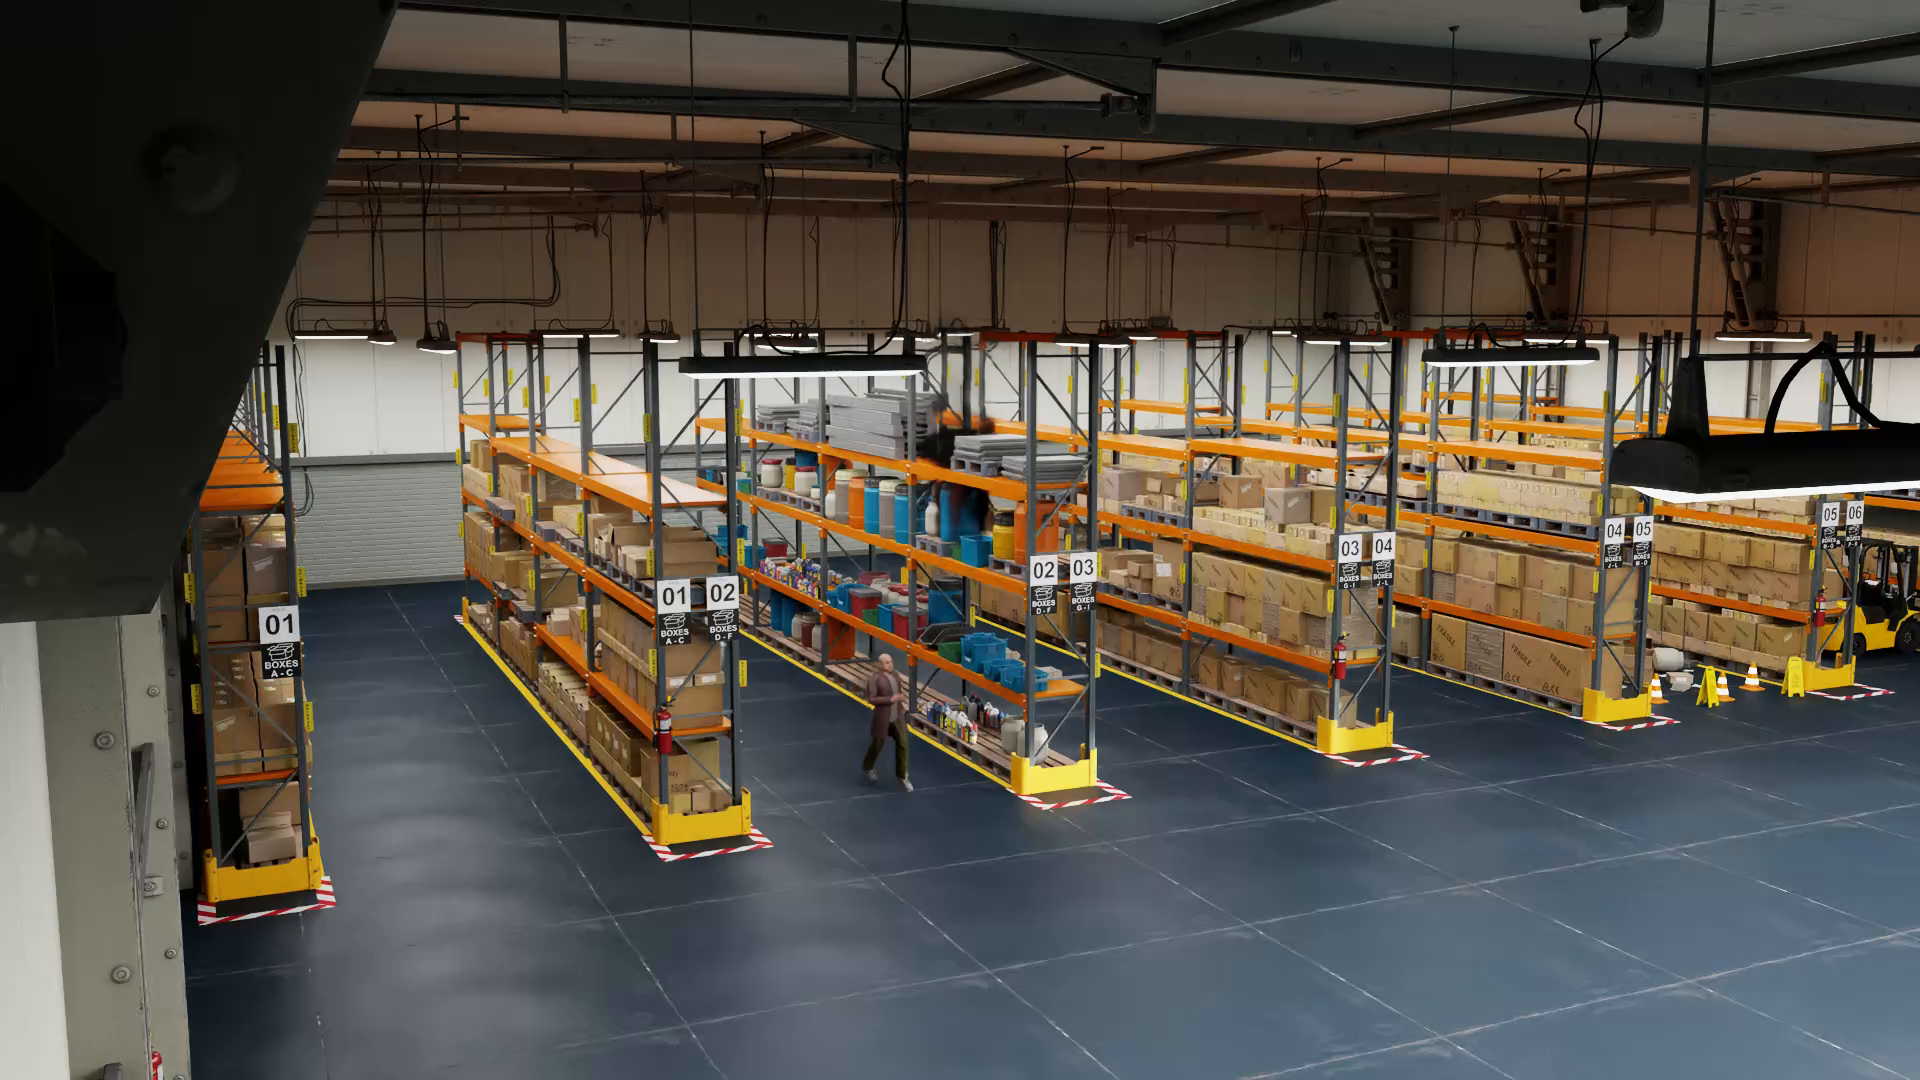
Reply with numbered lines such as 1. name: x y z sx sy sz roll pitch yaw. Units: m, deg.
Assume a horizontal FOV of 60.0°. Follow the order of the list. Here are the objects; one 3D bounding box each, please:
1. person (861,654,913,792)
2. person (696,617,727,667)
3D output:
1. person: -0.994 2.422 22.382 0.682 1.816 0.924 -6 10 -38
2. person: -4.023 1.785 27.192 0.636 1.847 0.819 -5 9 -32
